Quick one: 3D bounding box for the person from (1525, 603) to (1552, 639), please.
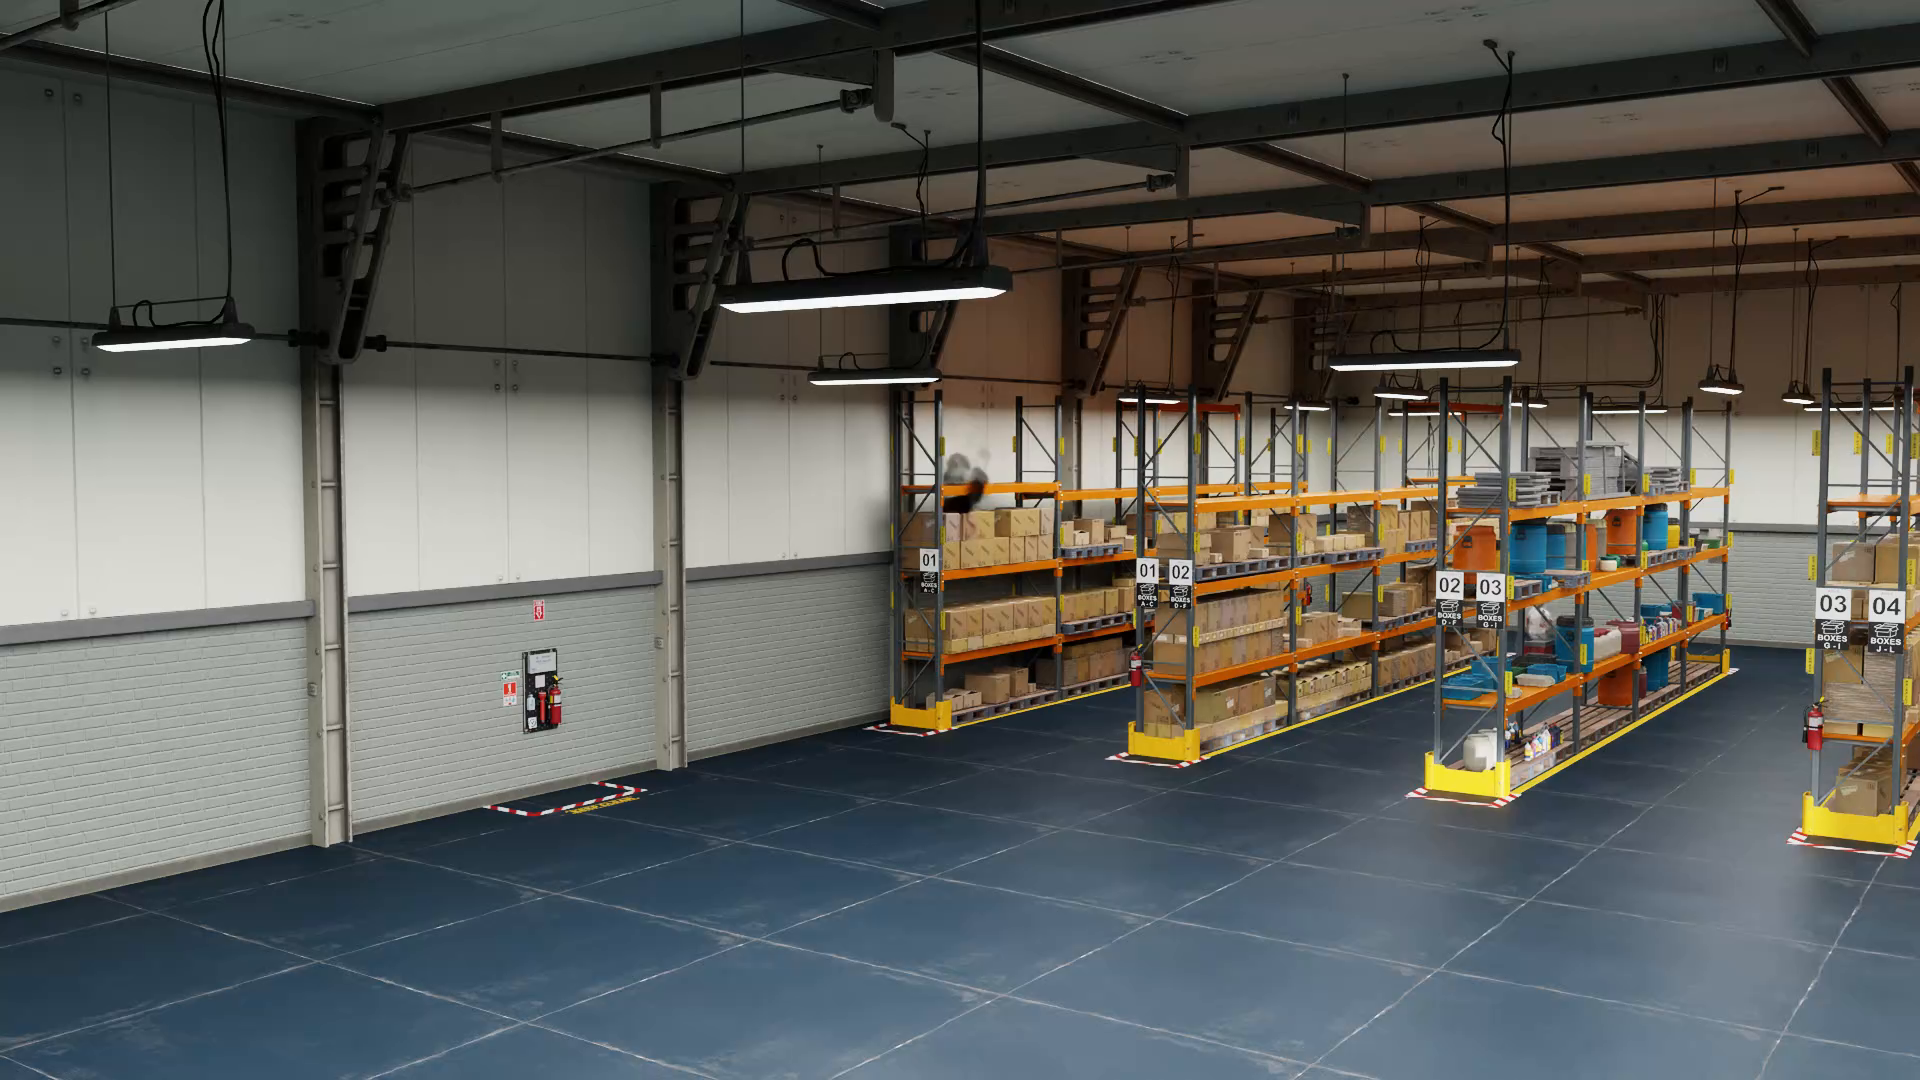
[{"bbox_3d":[12.845,2.081,36.973,0.588,1.670,0.817,2,4,26],"label":"person"}]
